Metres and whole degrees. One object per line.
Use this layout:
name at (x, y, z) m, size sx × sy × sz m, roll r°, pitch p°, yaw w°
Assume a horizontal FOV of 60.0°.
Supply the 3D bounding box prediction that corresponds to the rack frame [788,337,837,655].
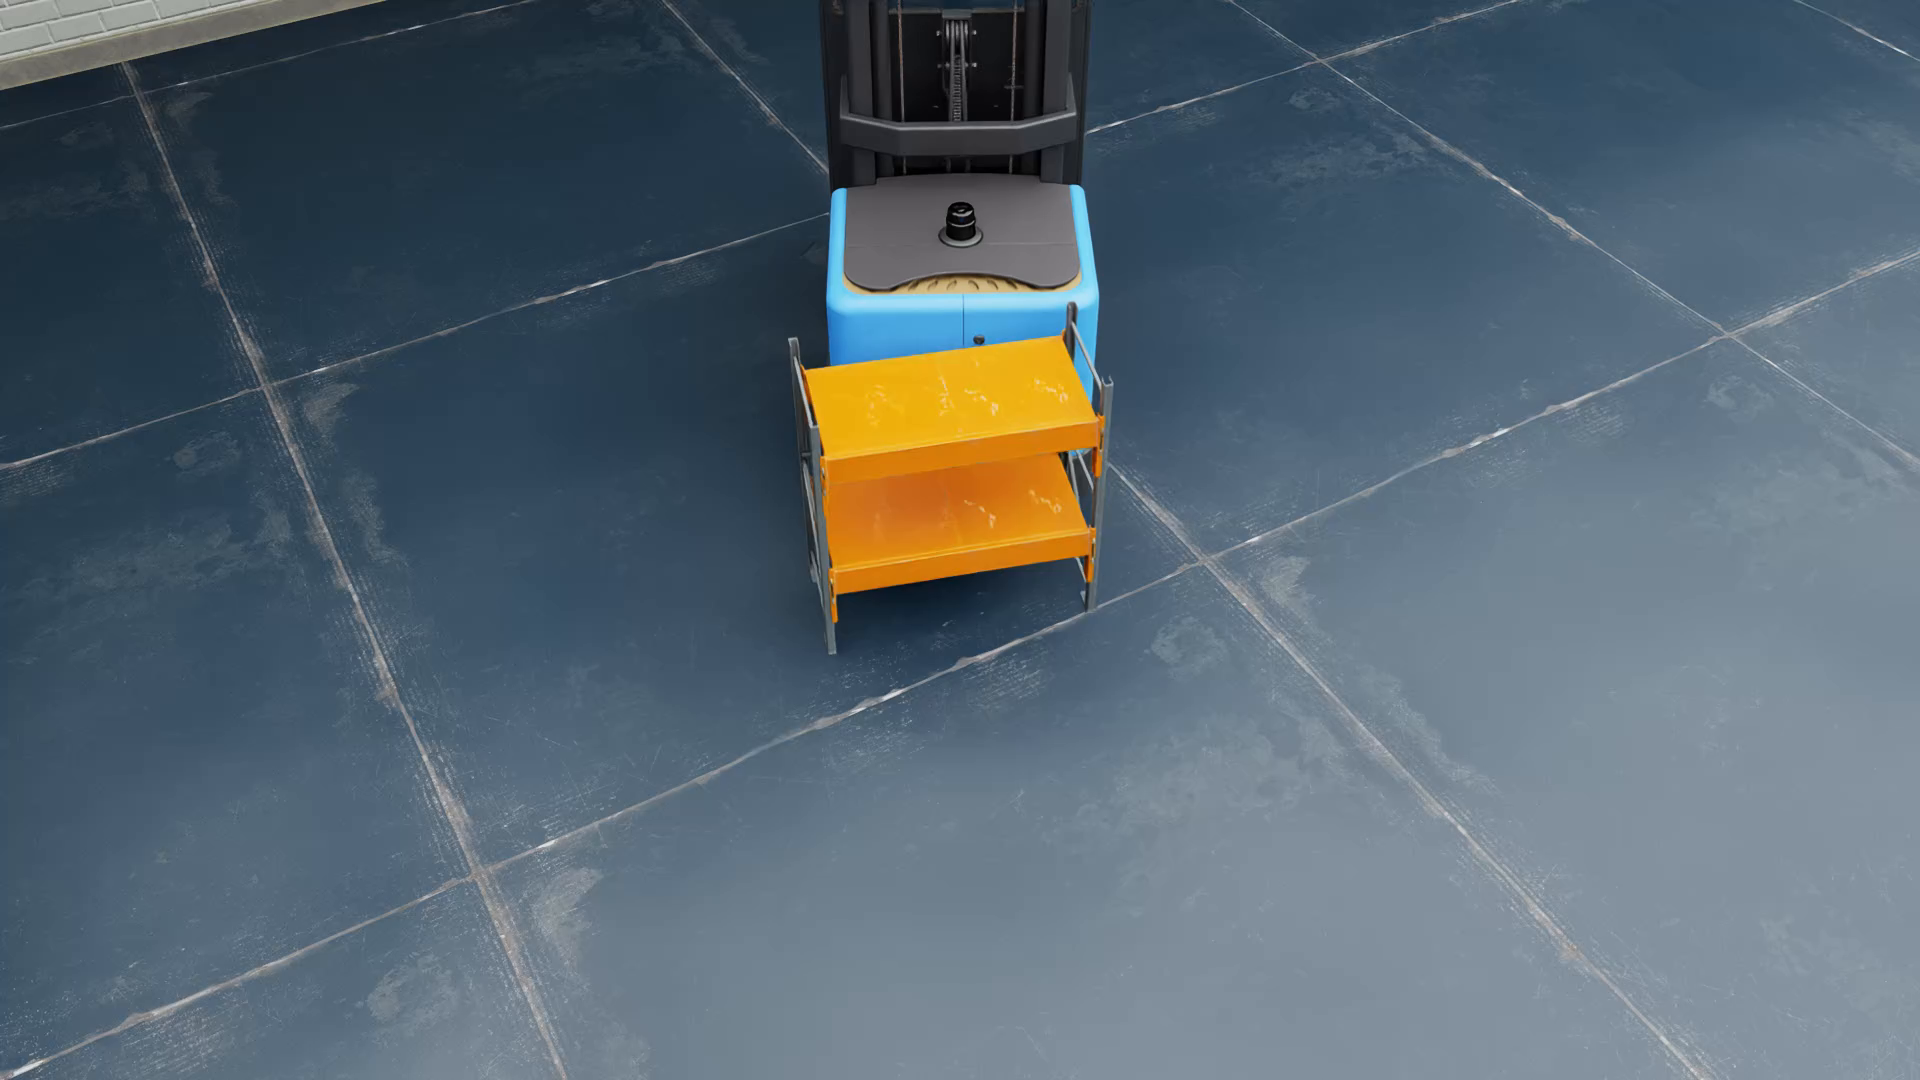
rack frame at (-0.537, -0.140, 6.086) m, size 0.032 × 1.125 × 0.500 m, roll -9°, pitch 45°, yaw -9°

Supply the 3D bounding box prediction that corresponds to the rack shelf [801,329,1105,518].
rack shelf at (-0.040, -0.427, 5.962) m, size 1.000 × 0.278 × 0.538 m, roll -9°, pitch 45°, yaw -9°

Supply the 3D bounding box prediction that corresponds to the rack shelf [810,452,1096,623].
rack shelf at (-0.040, -0.041, 6.336) m, size 1.000 × 0.278 × 0.538 m, roll -9°, pitch 45°, yaw -9°

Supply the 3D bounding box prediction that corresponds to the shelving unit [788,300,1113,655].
shelving unit at (-0.040, -0.217, 6.165) m, size 1.048 × 1.125 × 0.538 m, roll -9°, pitch 45°, yaw -9°

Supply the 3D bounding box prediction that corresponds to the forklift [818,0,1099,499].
forklift at (-0.026, -2.199, 6.911) m, size 1.130 × 2.935 × 3.031 m, roll -1°, pitch 44°, yaw -1°

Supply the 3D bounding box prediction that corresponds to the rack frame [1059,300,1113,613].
rack frame at (0.456, -0.293, 6.244) m, size 0.032 × 1.125 × 0.500 m, roll -9°, pitch 45°, yaw -9°
